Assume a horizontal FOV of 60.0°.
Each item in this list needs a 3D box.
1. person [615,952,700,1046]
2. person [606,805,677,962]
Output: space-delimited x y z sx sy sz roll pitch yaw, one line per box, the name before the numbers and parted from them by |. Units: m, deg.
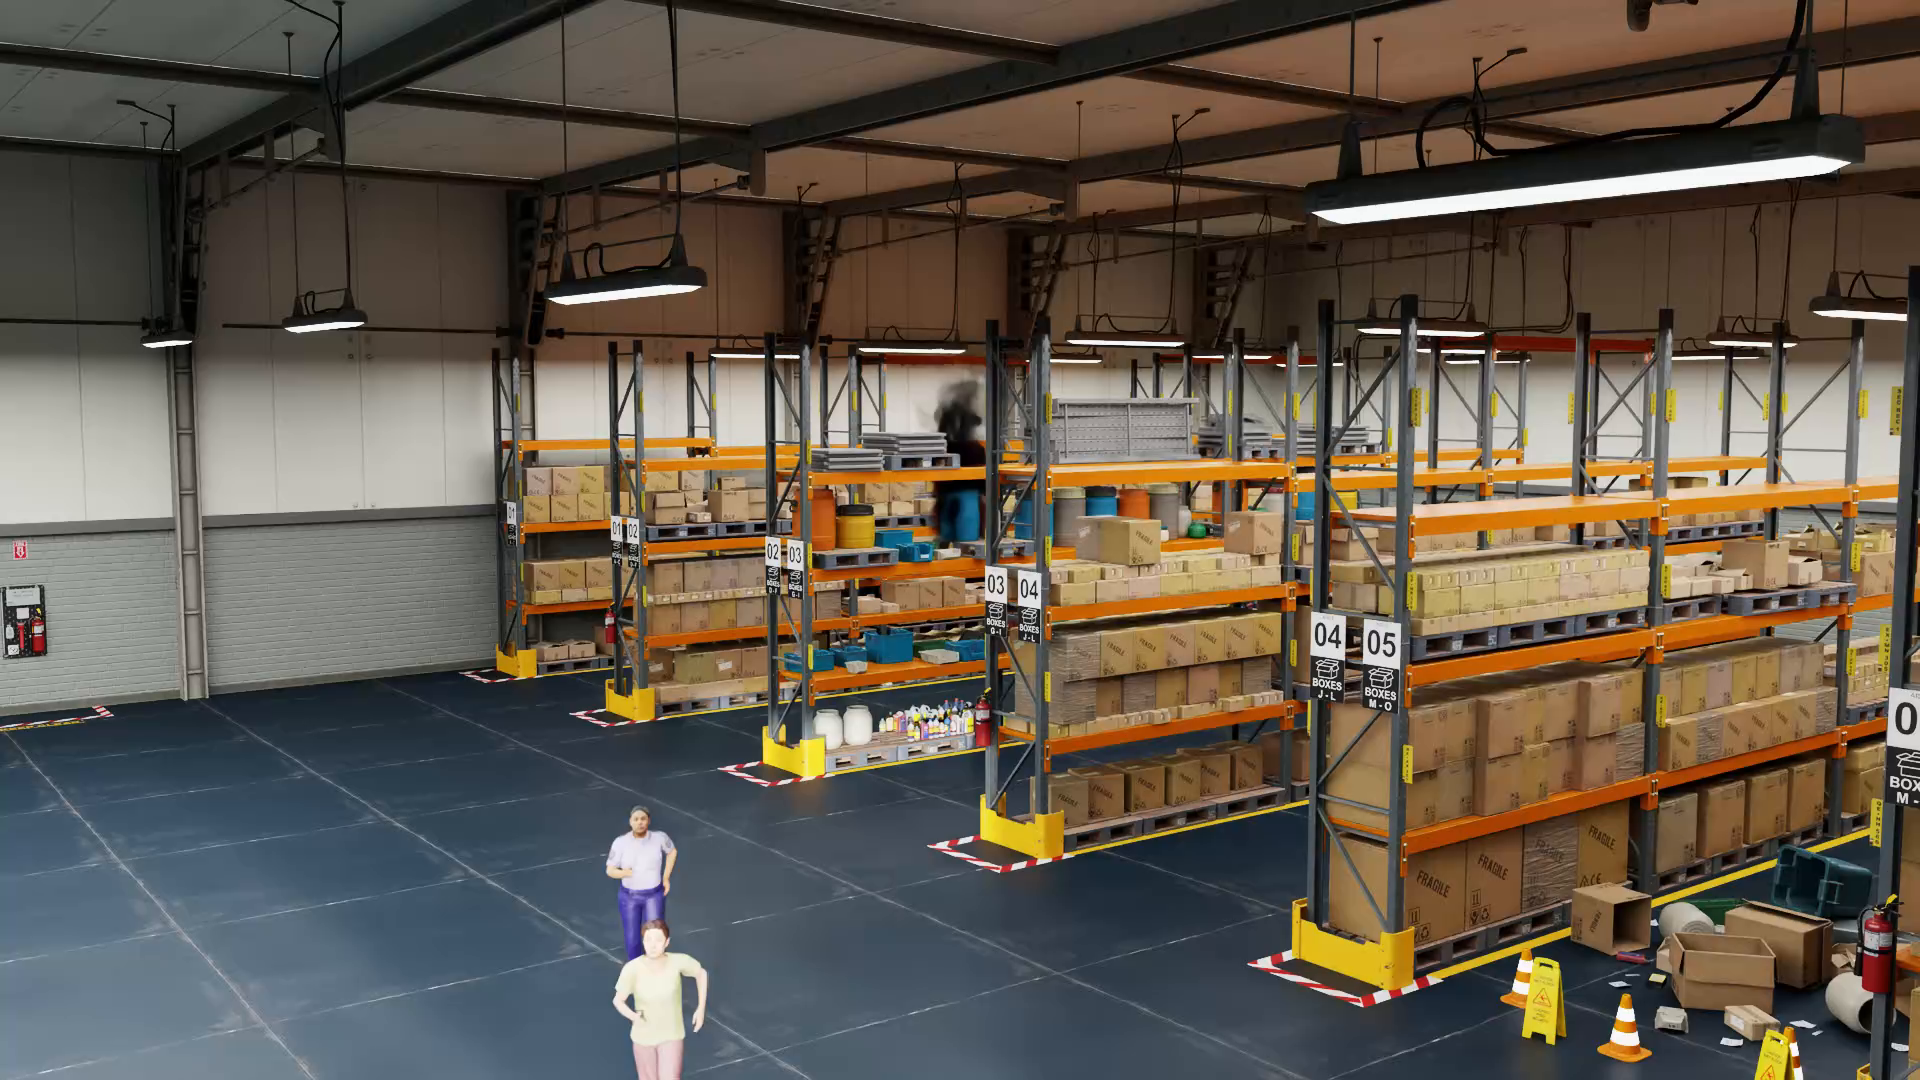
person | -2.020 3.492 11.189 0.541 1.491 0.584 0 5 -2
person | -2.712 3.023 14.169 0.585 1.536 0.684 -1 5 -8
